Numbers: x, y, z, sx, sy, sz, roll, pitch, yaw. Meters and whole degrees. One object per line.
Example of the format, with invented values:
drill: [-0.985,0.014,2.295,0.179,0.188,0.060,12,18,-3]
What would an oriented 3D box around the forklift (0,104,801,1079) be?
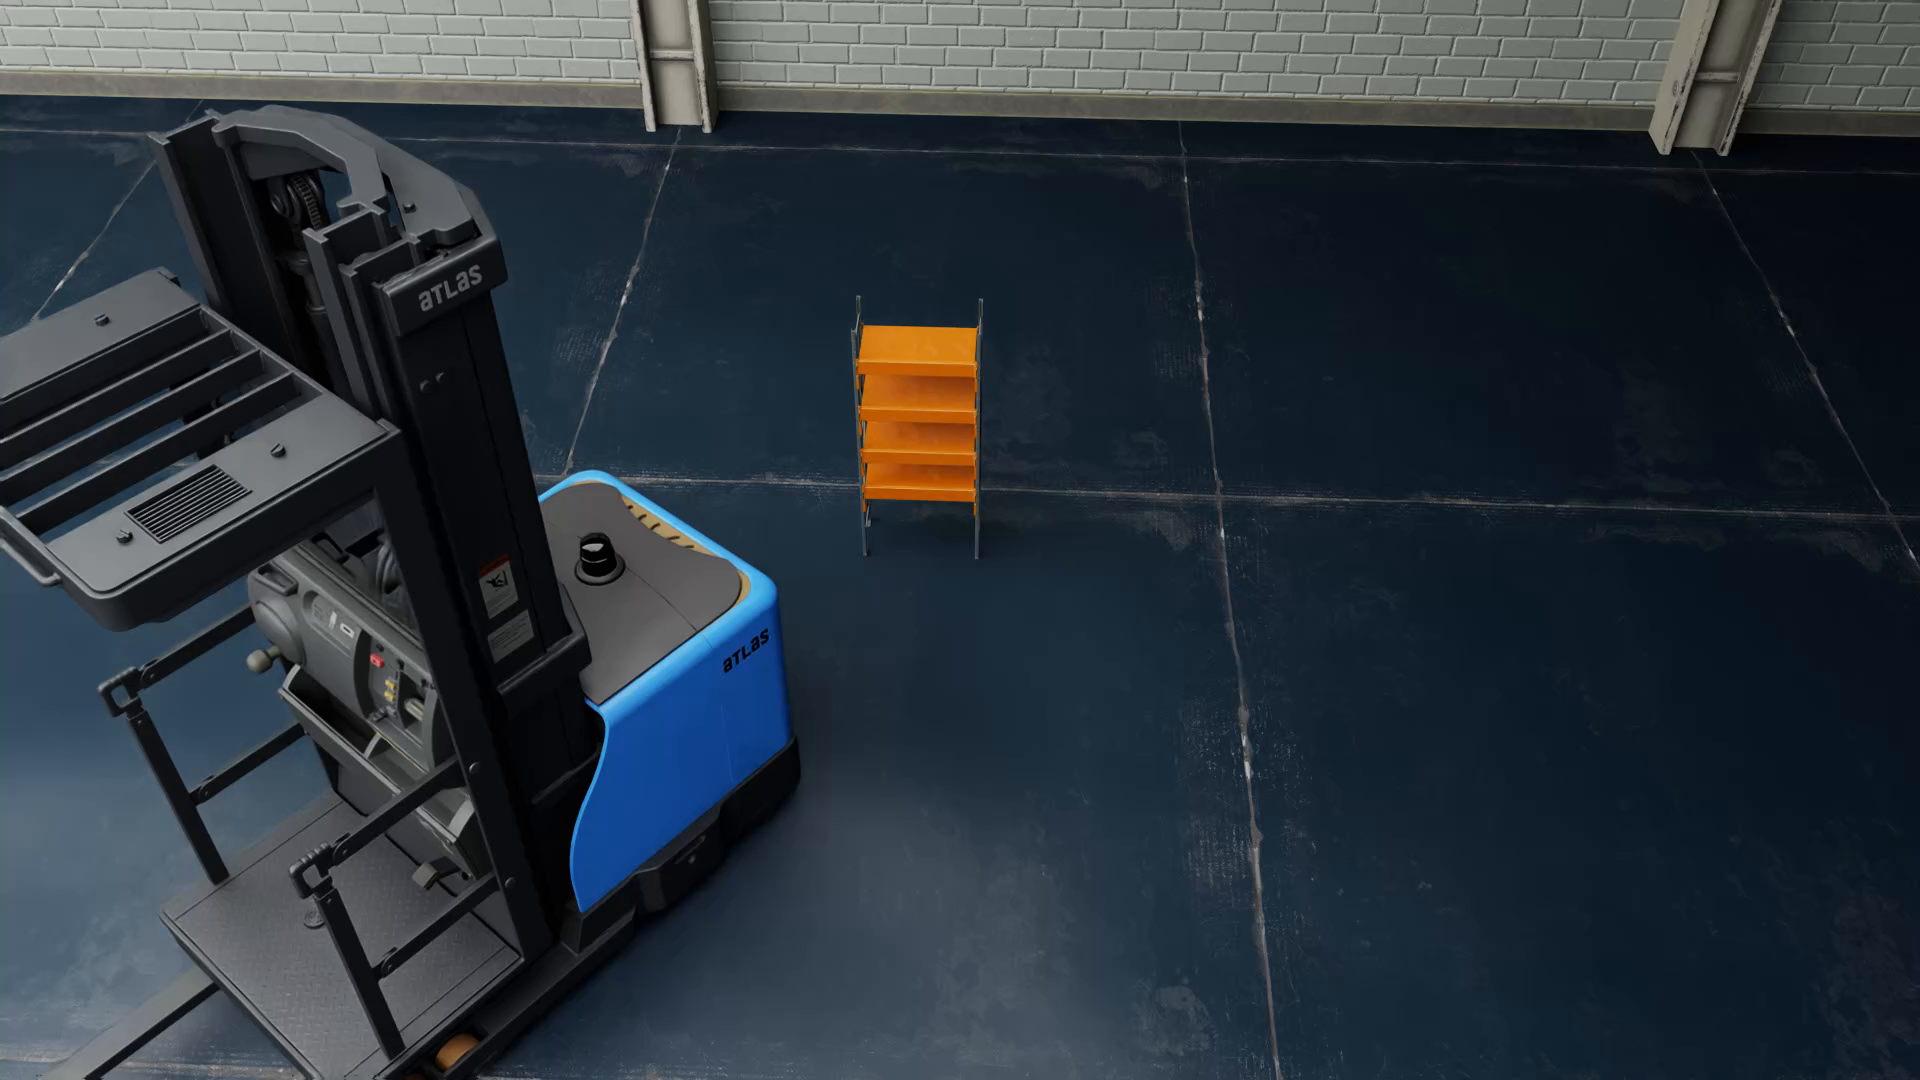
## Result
forklift: [-1.942,0.408,4.747,1.130,2.935,3.031,30,51,28]

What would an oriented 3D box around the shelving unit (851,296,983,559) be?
shelving unit: [-0.165,-0.444,6.932,0.503,1.200,0.258,2,43,2]

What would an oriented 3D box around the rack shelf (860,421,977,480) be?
rack shelf: [-0.165,-0.395,6.978,0.480,0.148,0.258,2,43,2]

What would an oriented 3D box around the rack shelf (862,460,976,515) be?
rack shelf: [-0.165,-0.250,7.113,0.480,0.148,0.258,2,43,2]

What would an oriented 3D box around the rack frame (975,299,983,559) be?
rack frame: [0.078,-0.437,6.924,0.015,1.200,0.240,2,43,2]

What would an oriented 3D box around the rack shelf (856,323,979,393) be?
rack shelf: [-0.165,-0.732,6.664,0.480,0.148,0.258,2,43,2]

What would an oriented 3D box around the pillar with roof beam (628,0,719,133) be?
pillar with roof beam: [-1.868,-2.911,3.858,0.400,9.000,9.100,2,43,2]

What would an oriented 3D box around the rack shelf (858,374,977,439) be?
rack shelf: [-0.165,-0.559,6.825,0.480,0.148,0.258,2,43,2]

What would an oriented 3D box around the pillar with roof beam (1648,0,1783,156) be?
pillar with roof beam: [4.126,-2.726,3.660,0.400,9.000,9.100,2,43,2]

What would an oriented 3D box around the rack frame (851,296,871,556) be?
rack frame: [-0.409,-0.452,6.940,0.015,1.200,0.240,2,43,2]
